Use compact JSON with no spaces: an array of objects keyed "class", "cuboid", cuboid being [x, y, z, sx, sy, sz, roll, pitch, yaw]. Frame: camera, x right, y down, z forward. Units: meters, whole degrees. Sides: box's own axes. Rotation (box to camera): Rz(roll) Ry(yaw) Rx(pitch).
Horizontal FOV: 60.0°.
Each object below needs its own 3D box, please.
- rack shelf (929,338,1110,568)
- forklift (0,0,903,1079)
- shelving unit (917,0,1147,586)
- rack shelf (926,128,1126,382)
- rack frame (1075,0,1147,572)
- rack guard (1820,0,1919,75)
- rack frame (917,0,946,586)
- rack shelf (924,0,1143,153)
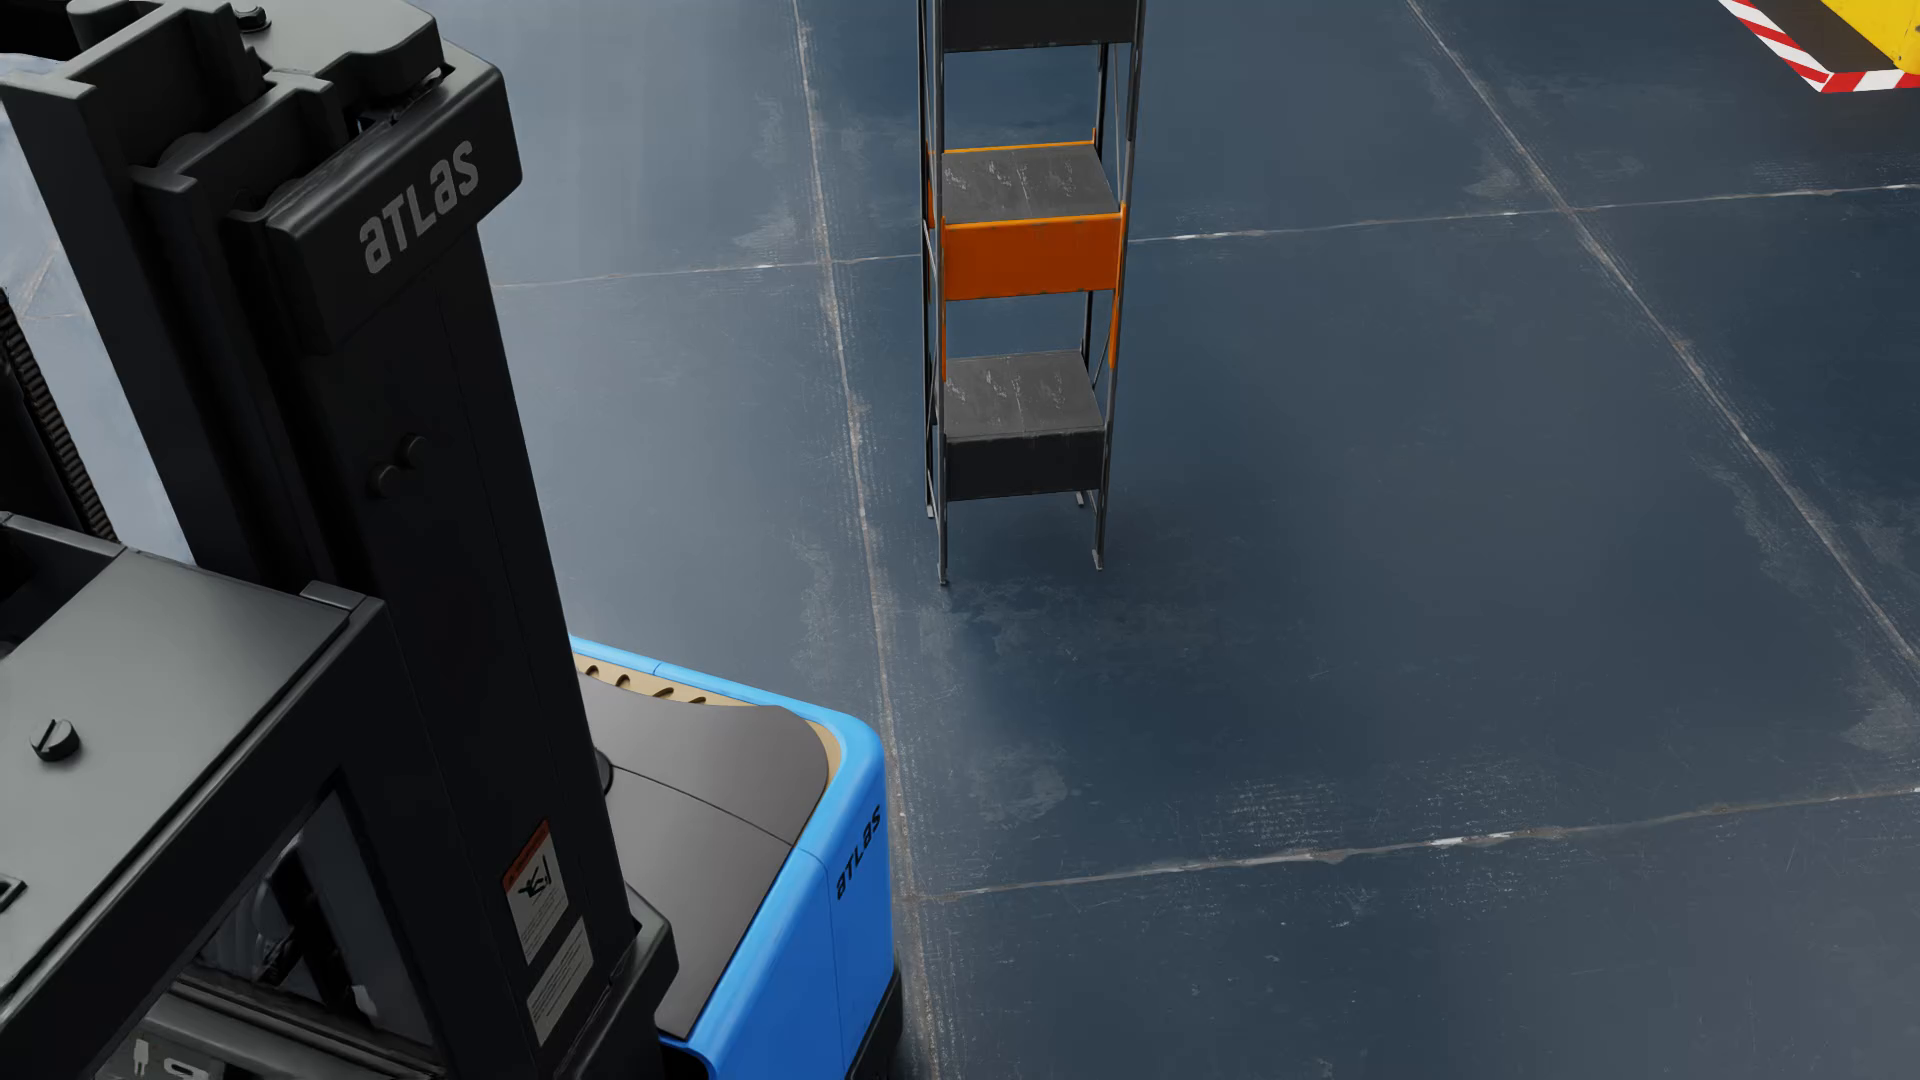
[{"class":"rack shelf","cuboid":[0.164,-0.264,5.041,0.480,0.518,0.431,-5,42,-6]},{"class":"forklift","cuboid":[-1.124,0.881,2.085,1.130,2.935,3.031,14,44,15]},{"class":"shelving unit","cuboid":[0.164,-0.794,4.563,0.503,2.100,0.431,-5,42,-6]},{"class":"rack shelf","cuboid":[0.164,-0.784,4.572,0.480,0.518,0.431,-5,42,-6]},{"class":"rack frame","cuboid":[0.406,-0.815,4.586,0.015,2.100,0.400,-5,42,-6]},{"class":"rack guard","cuboid":[4.430,-2.710,7.881,0.348,0.500,1.175,-5,42,-6]},{"class":"rack frame","cuboid":[-0.078,-0.773,4.539,0.015,2.100,0.400,-5,42,-6]},{"class":"rack shelf","cuboid":[0.164,-1.304,4.103,0.480,0.518,0.431,-5,42,-6]}]
